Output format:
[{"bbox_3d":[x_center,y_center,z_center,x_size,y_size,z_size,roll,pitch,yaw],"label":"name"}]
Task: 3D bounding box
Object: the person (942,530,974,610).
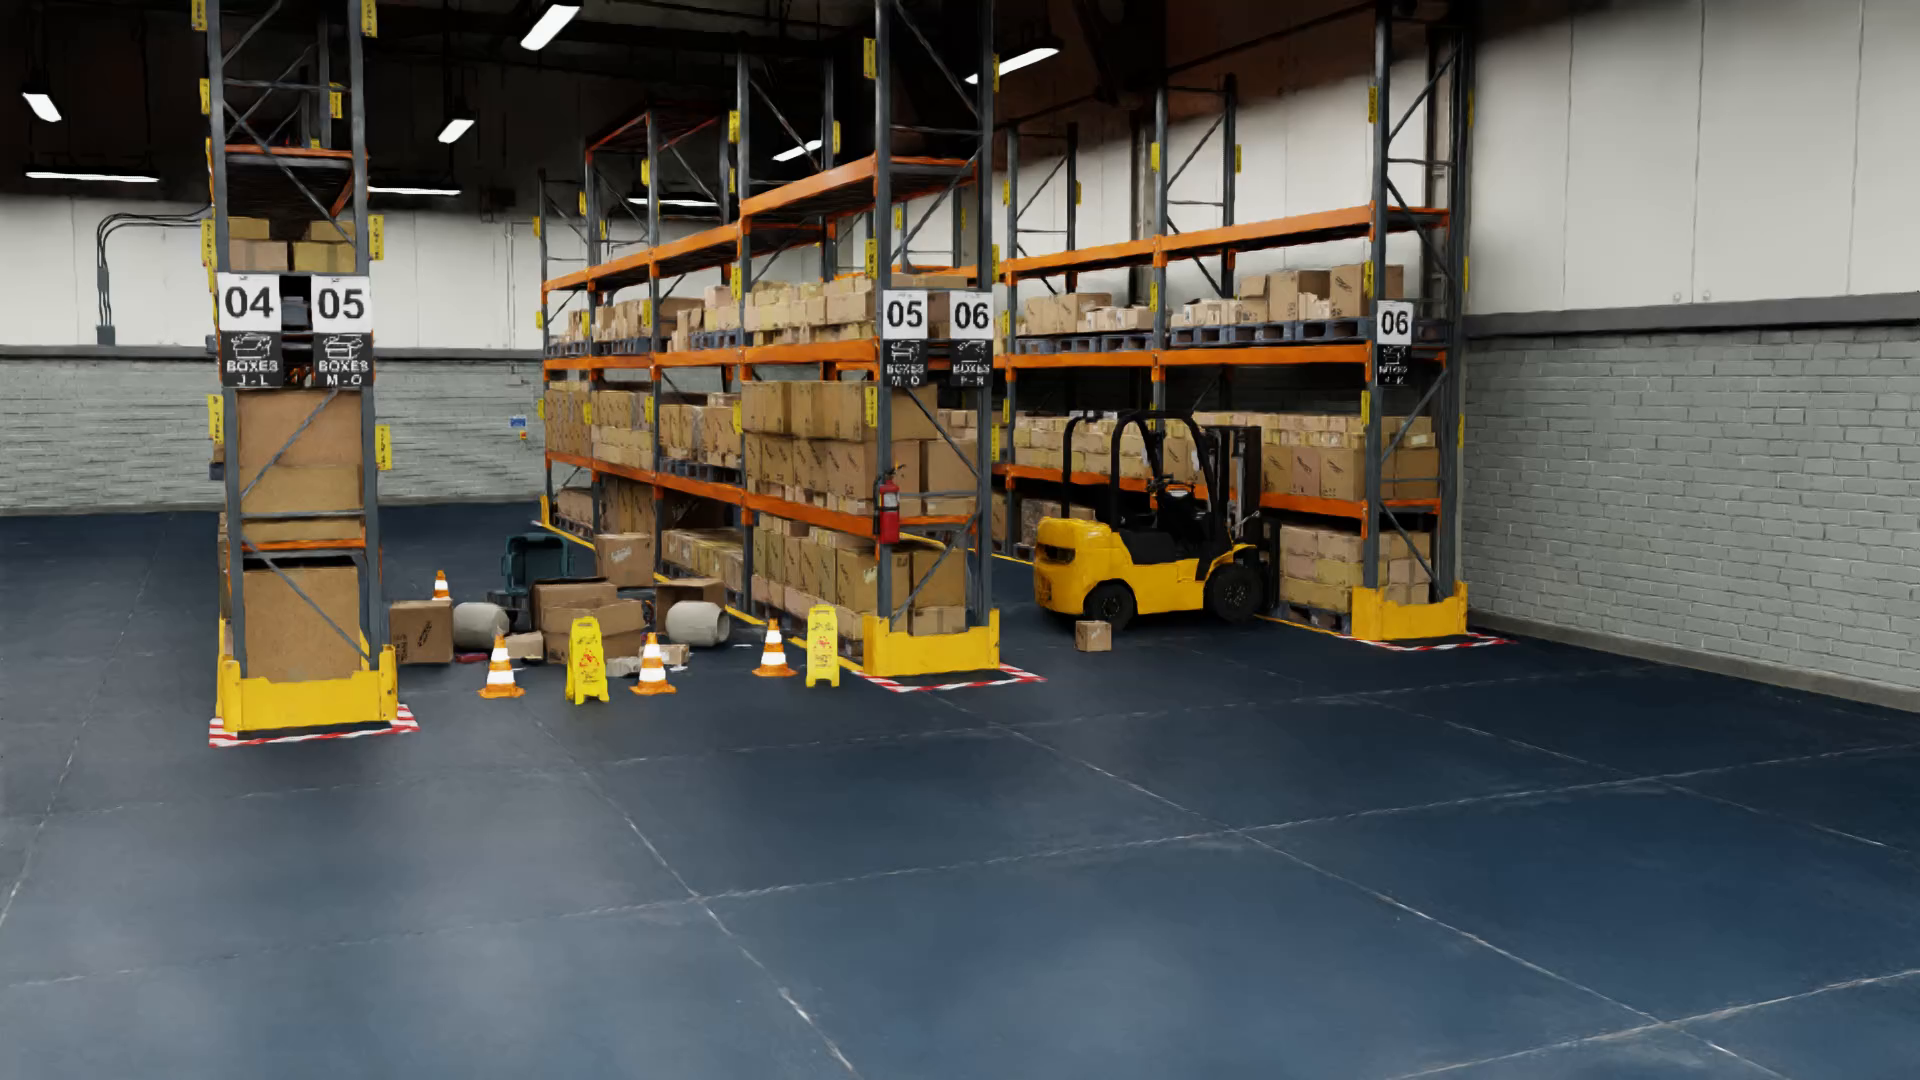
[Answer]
[{"bbox_3d":[-0.106,-0.095,17.710,0.534,1.670,0.553,1,6,6],"label":"person"}]
